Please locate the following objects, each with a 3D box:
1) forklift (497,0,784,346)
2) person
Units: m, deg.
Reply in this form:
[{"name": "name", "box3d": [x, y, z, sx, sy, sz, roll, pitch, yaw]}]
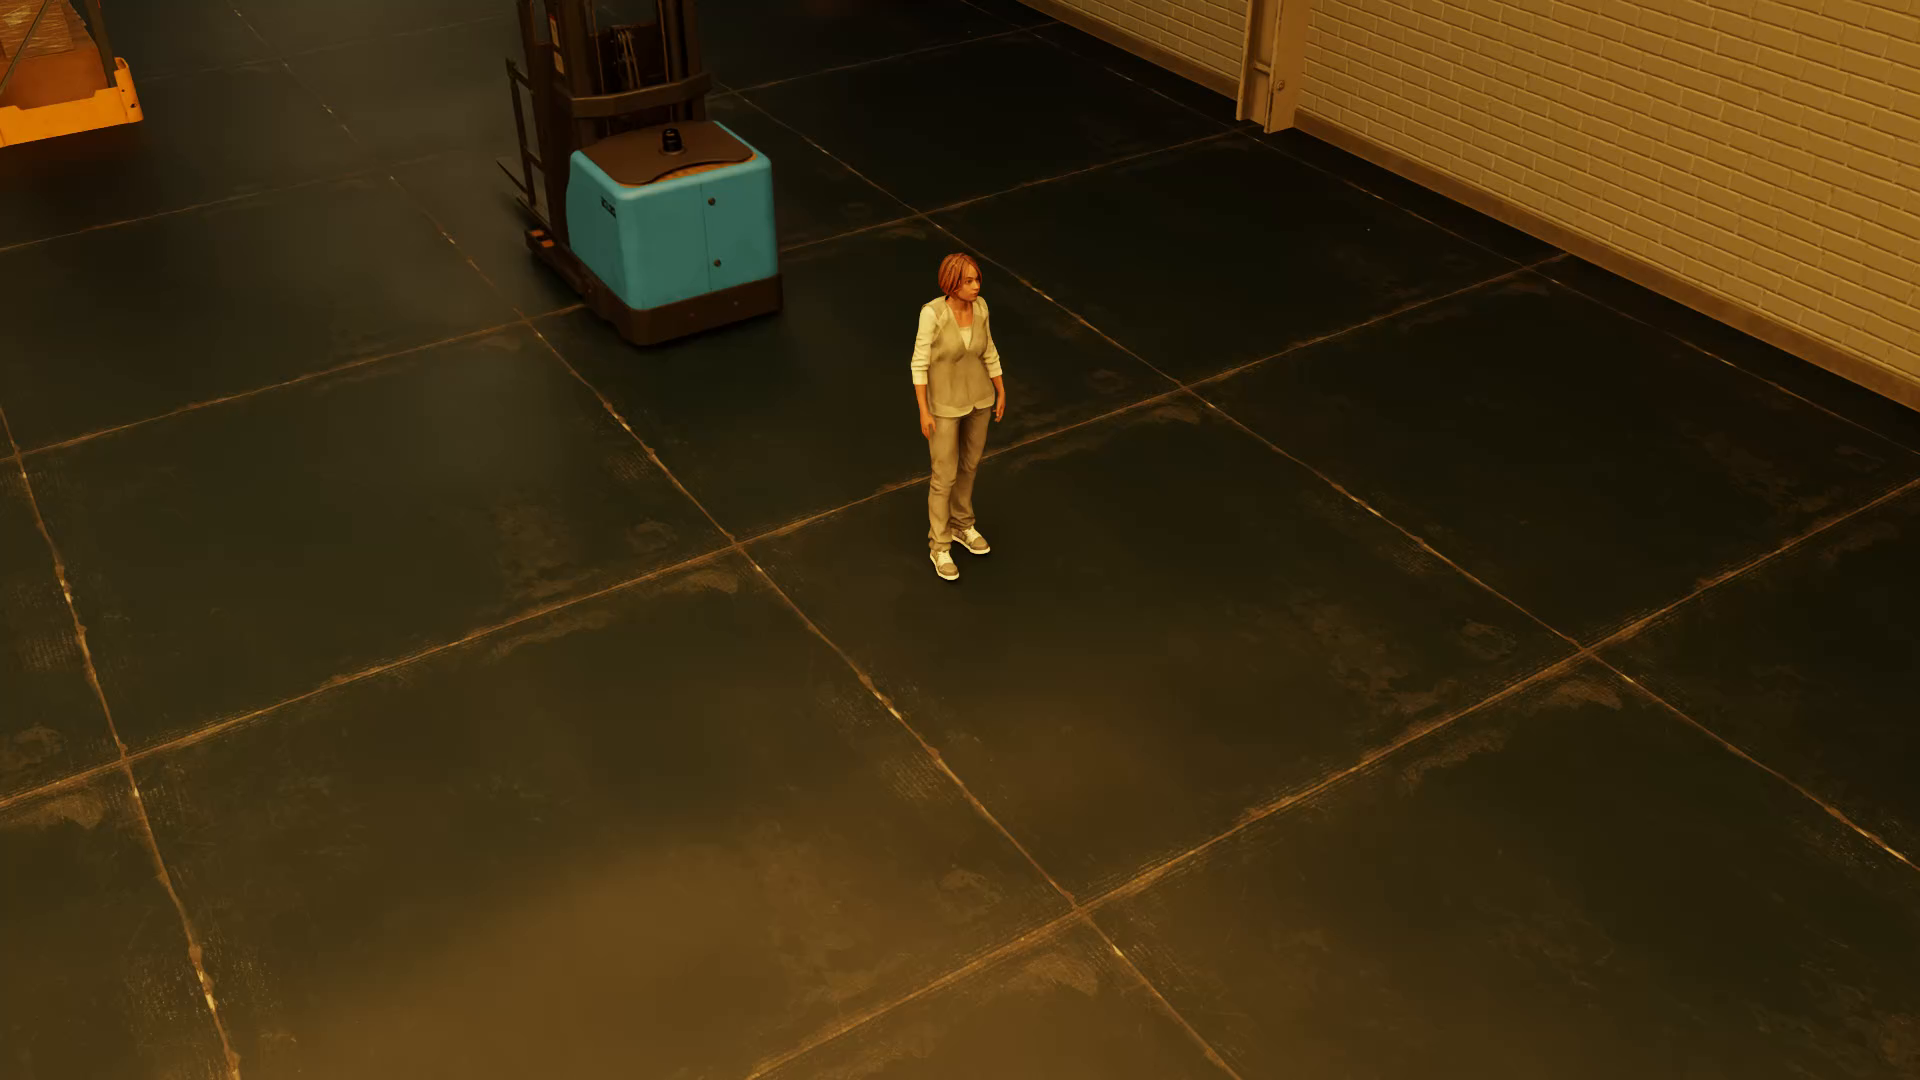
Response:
[{"name": "forklift", "box3d": [-2.349, -3.216, 10.724, 1.130, 2.935, 3.031, -20, 40, -26]}, {"name": "person", "box3d": [0.028, -0.620, 8.177, 0.520, 1.597, 0.475, -21, 40, -27]}]
